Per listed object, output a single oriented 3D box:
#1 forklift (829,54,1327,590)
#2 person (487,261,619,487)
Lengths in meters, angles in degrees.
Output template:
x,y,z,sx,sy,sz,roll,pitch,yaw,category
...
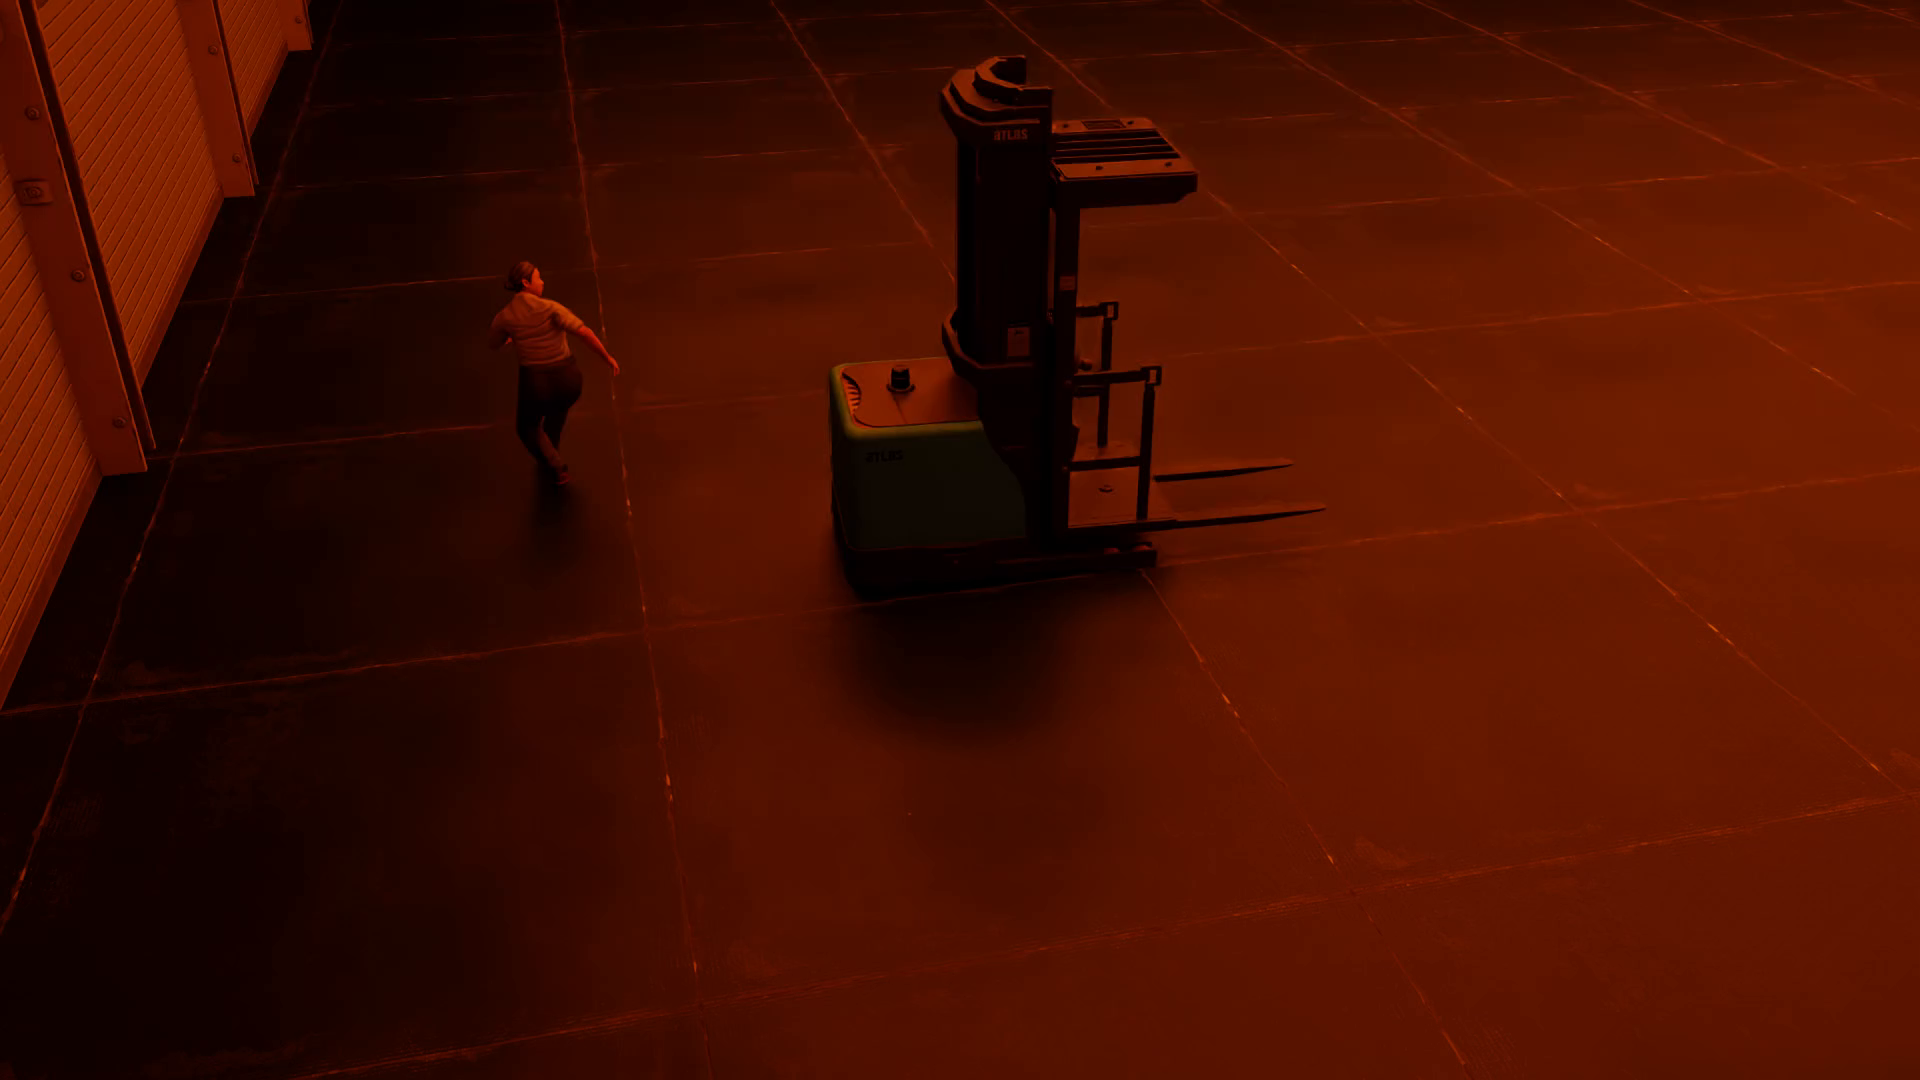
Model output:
x,y,z,sx,sy,sz,roll,pitch,yaw,category
0.750,-1.312,9.841,3.031,2.935,1.130,-5,30,-8,forklift
-2.664,-1.113,10.932,0.804,1.524,0.808,-9,31,-15,person
